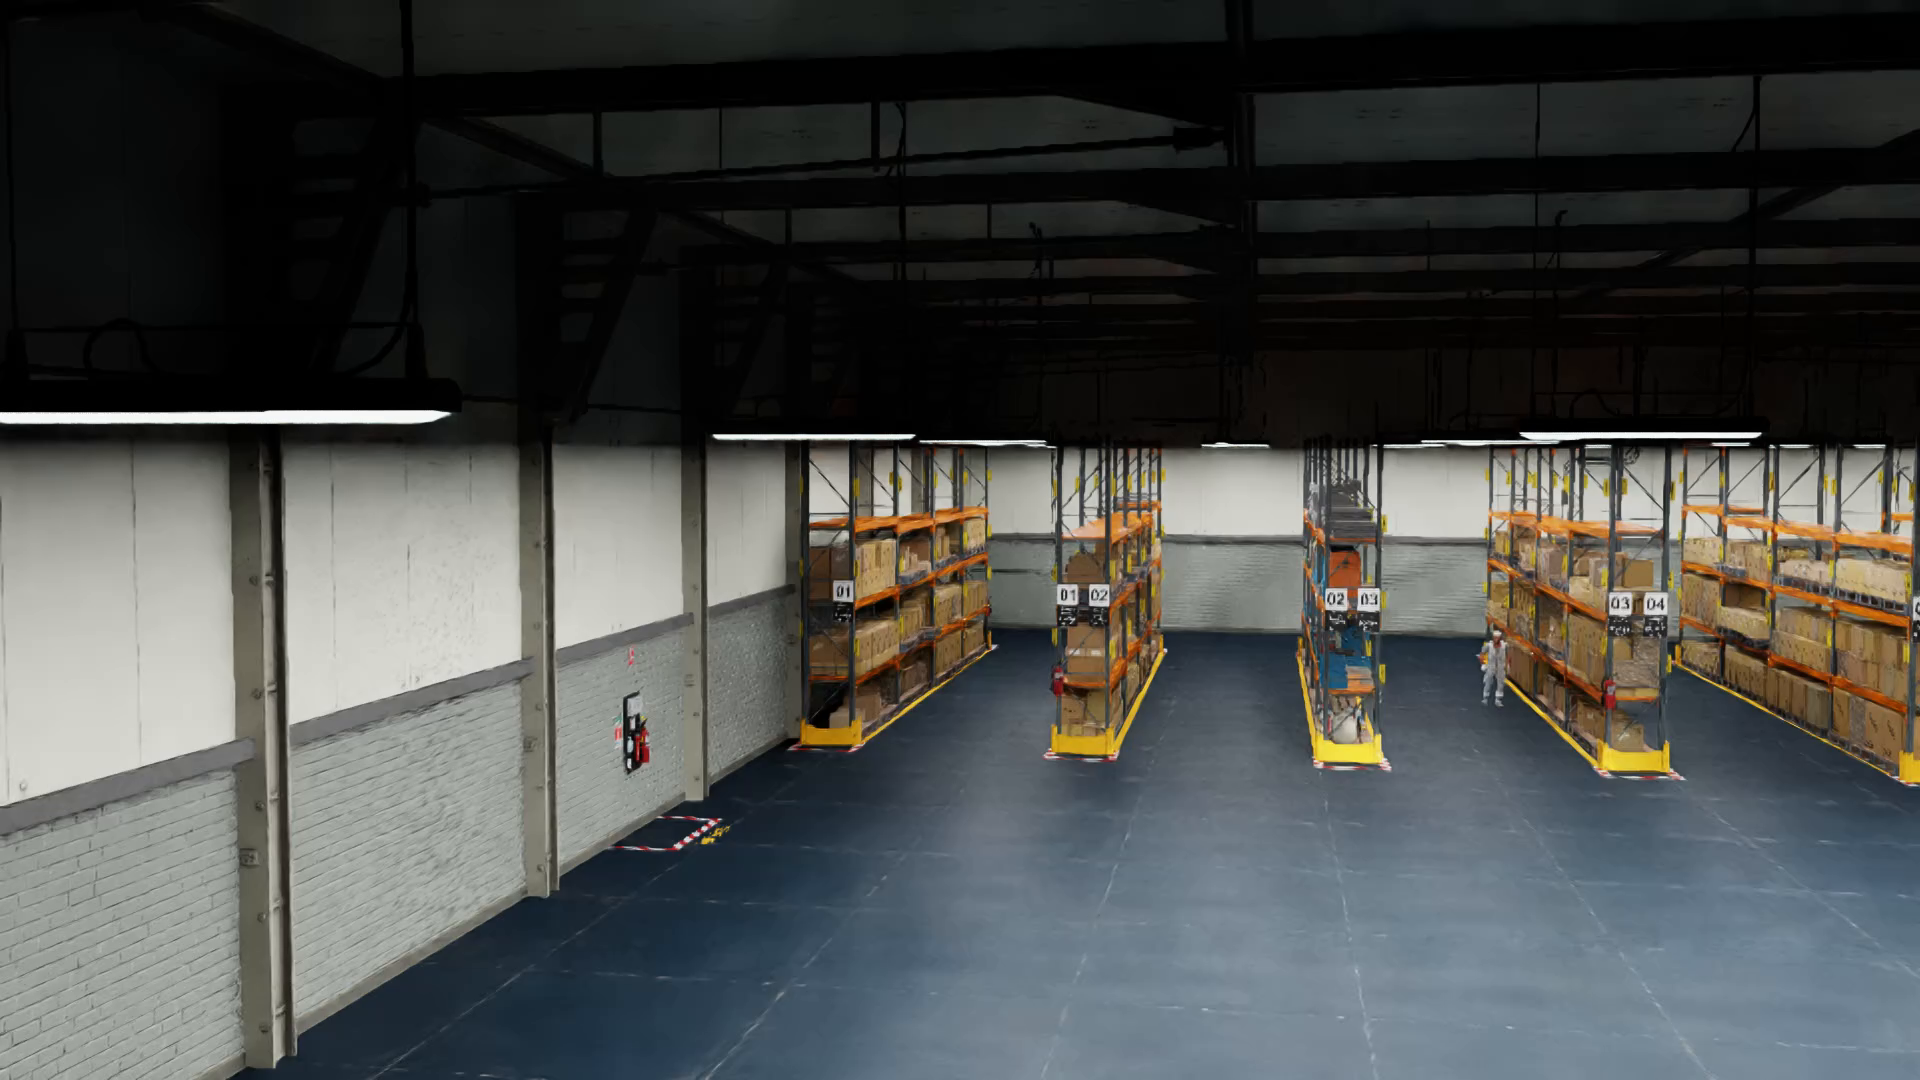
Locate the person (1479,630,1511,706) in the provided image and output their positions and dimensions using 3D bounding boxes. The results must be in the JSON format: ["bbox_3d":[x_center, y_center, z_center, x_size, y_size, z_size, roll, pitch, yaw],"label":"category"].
[{"bbox_3d":[11.933,2.856,37.065,0.677,1.742,0.552,0,3,9],"label":"person"}]
